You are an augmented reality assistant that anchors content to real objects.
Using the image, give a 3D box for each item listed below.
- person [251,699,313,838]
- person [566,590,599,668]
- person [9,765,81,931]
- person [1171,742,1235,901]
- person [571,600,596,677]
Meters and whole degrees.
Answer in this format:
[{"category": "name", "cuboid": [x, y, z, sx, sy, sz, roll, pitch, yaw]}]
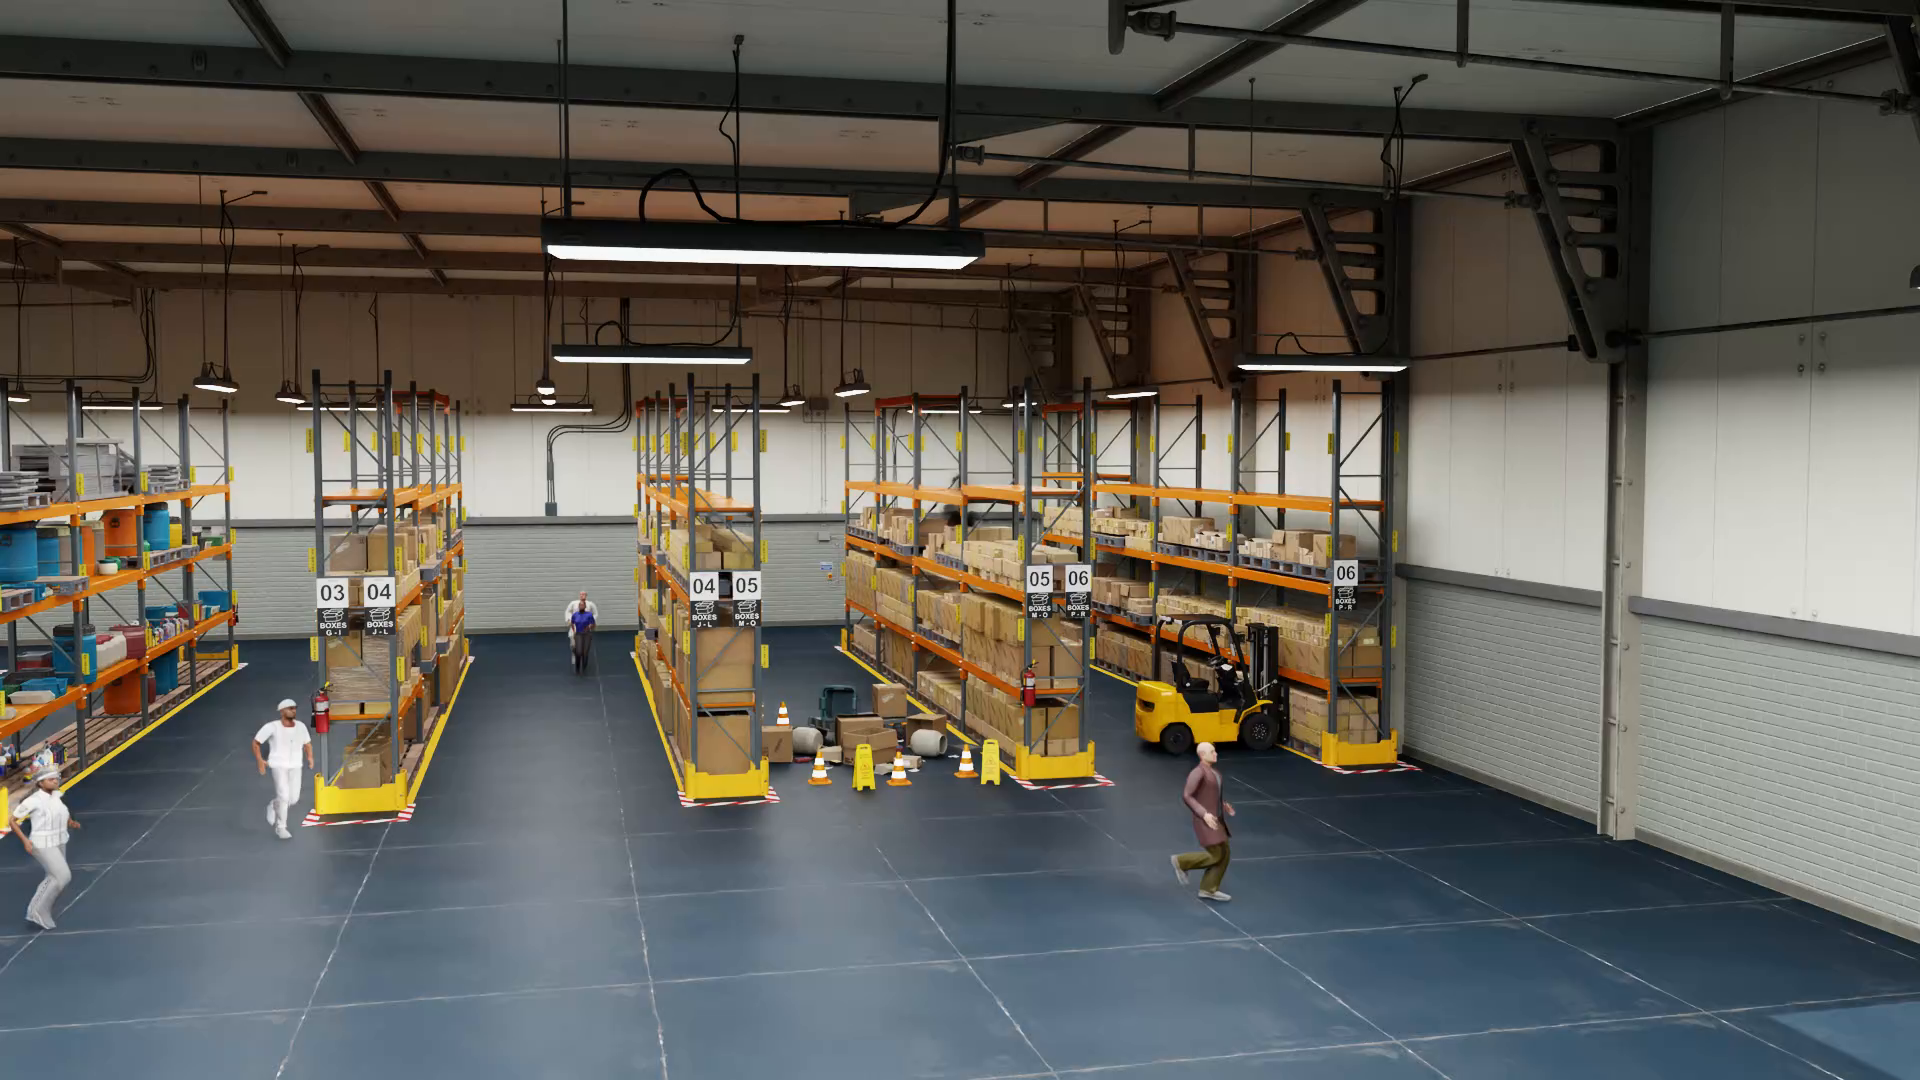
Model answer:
[{"category": "person", "cuboid": [-8.666, 2.918, 21.392, 0.637, 1.722, 0.753, 3, 5, 43]}, {"category": "person", "cuboid": [-8.476, 1.988, 37.237, 0.741, 1.732, 0.573, 0, 3, -4]}, {"category": "person", "cuboid": [-9.376, 3.167, 17.151, 0.675, 1.695, 0.546, 0, 3, 8]}, {"category": "person", "cuboid": [2.679, 3.085, 18.312, 0.657, 1.737, 0.715, 2, 4, 29]}, {"category": "person", "cuboid": [-8.107, 2.126, 35.764, 0.552, 1.651, 0.652, -1, 3, -9]}]
